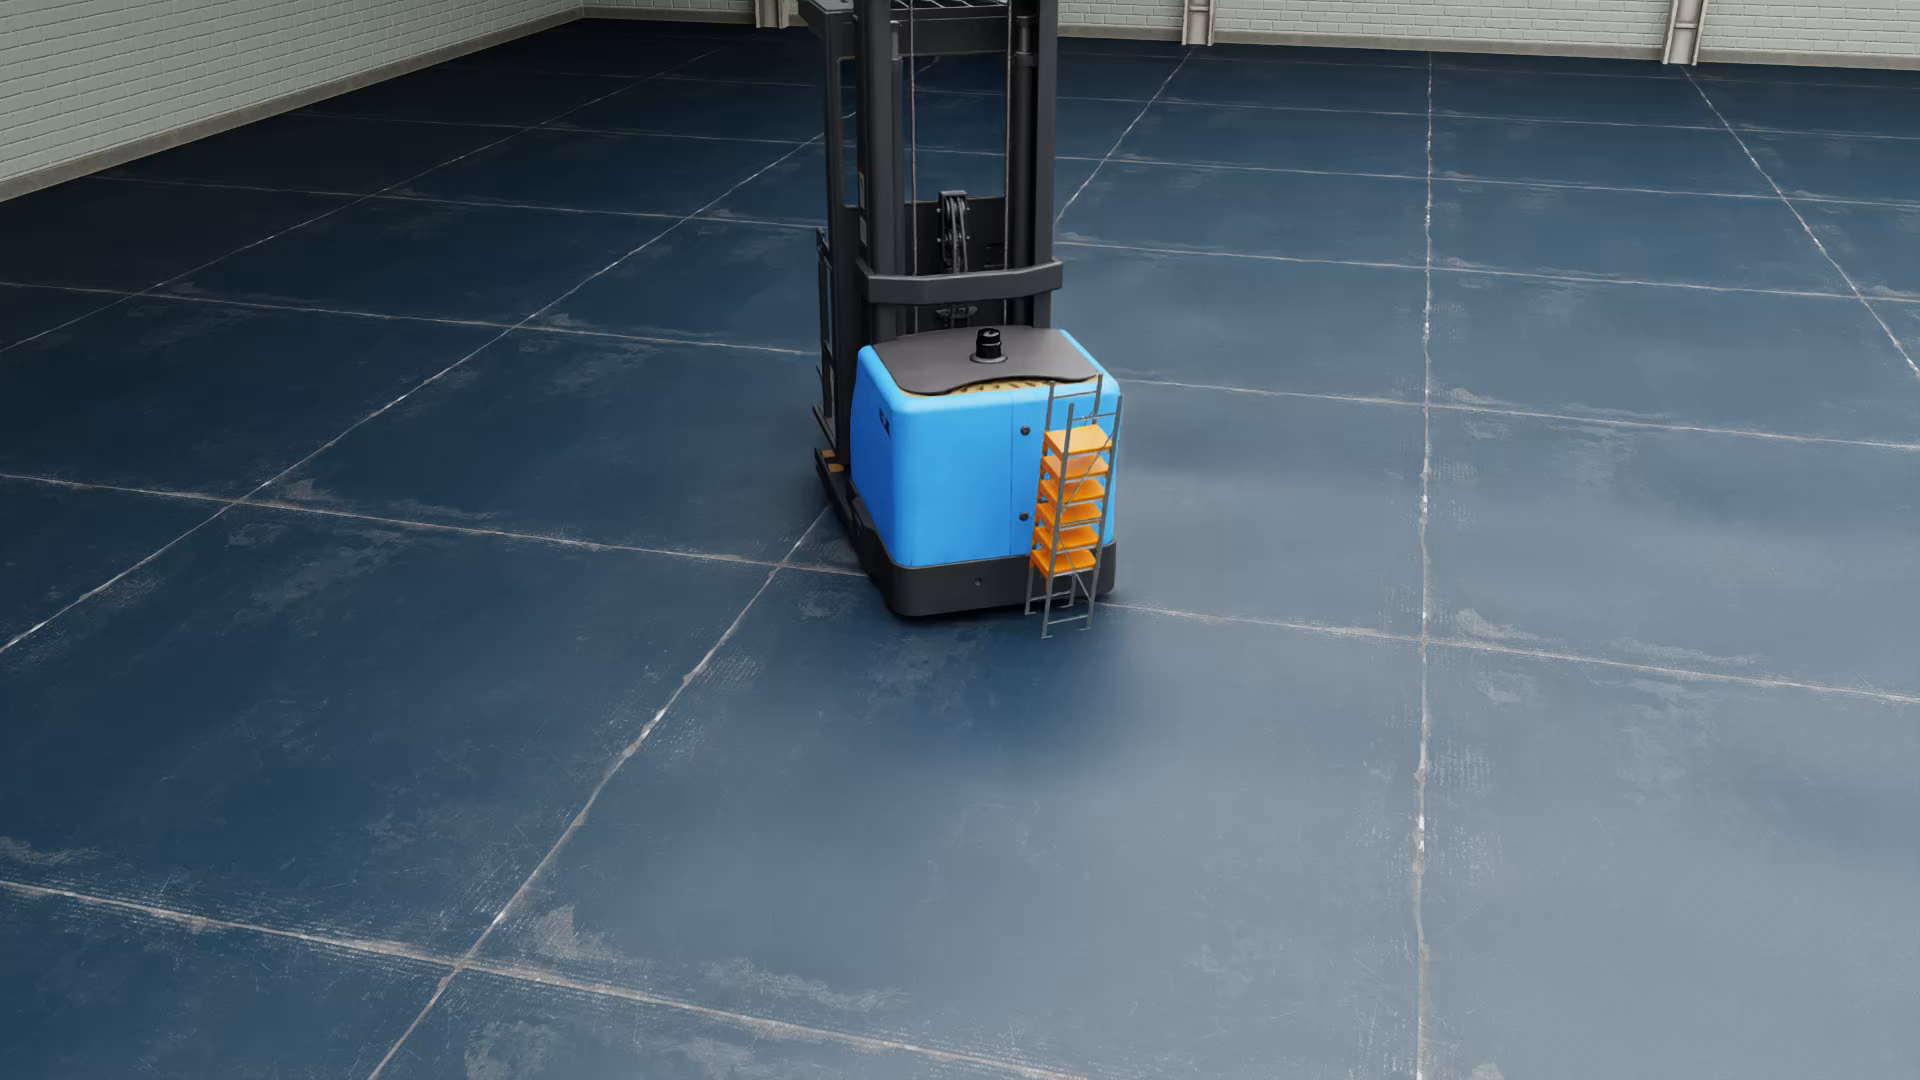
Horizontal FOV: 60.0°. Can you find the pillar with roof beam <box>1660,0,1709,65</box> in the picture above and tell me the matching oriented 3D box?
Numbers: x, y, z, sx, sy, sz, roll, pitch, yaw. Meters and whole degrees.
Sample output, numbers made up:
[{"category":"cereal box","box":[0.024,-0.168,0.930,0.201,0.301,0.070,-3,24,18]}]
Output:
[{"category":"pillar with roof beam","box":[7.906,-8.242,15.093,0.400,9.000,9.100,6,26,13]}]

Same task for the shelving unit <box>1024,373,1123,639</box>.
[{"category":"shelving unit","box":[0.475,-0.125,7.098,0.258,1.200,0.189,-10,37,-20]}]

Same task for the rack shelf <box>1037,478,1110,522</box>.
[{"category":"rack shelf","box":[0.480,-0.187,7.055,0.258,0.103,0.180,-10,37,-20]}]

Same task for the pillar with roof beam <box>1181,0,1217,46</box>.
[{"category":"pillar with roof beam","box":[2.095,-8.884,16.443,0.400,9.000,9.100,6,26,13]}]

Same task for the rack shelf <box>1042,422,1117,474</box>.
[{"category":"rack shelf","box":[0.496,-0.384,6.919,0.258,0.103,0.180,-10,37,-20]}]

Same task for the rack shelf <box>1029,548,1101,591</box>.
[{"category":"rack shelf","box":[0.456,0.108,7.259,0.258,0.103,0.180,-10,37,-20]}]

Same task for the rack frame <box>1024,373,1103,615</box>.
[{"category":"rack frame","box":[0.440,-0.175,7.166,0.240,1.200,0.006,-10,37,-20]}]

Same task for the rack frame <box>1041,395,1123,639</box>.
[{"category":"rack frame","box":[0.509,-0.075,7.029,0.240,1.200,0.006,-10,37,-20]}]

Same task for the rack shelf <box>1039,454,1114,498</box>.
[{"category":"rack shelf","box":[0.488,-0.285,6.987,0.258,0.103,0.180,-10,37,-20]}]

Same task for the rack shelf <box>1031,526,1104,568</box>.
[{"category":"rack shelf","box":[0.464,0.010,7.191,0.258,0.103,0.180,-10,37,-20]}]

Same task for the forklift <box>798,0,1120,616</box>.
[{"category":"forklift","box":[-0.152,-1.596,8.193,1.130,2.935,3.031,-6,26,-13]}]

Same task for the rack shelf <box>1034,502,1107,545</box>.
[{"category":"rack shelf","box":[0.472,-0.089,7.123,0.258,0.103,0.180,-10,37,-20]}]

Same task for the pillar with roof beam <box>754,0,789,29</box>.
[{"category":"pillar with roof beam","box":[-3.716,-9.527,17.792,0.400,9.000,9.100,6,26,13]}]
